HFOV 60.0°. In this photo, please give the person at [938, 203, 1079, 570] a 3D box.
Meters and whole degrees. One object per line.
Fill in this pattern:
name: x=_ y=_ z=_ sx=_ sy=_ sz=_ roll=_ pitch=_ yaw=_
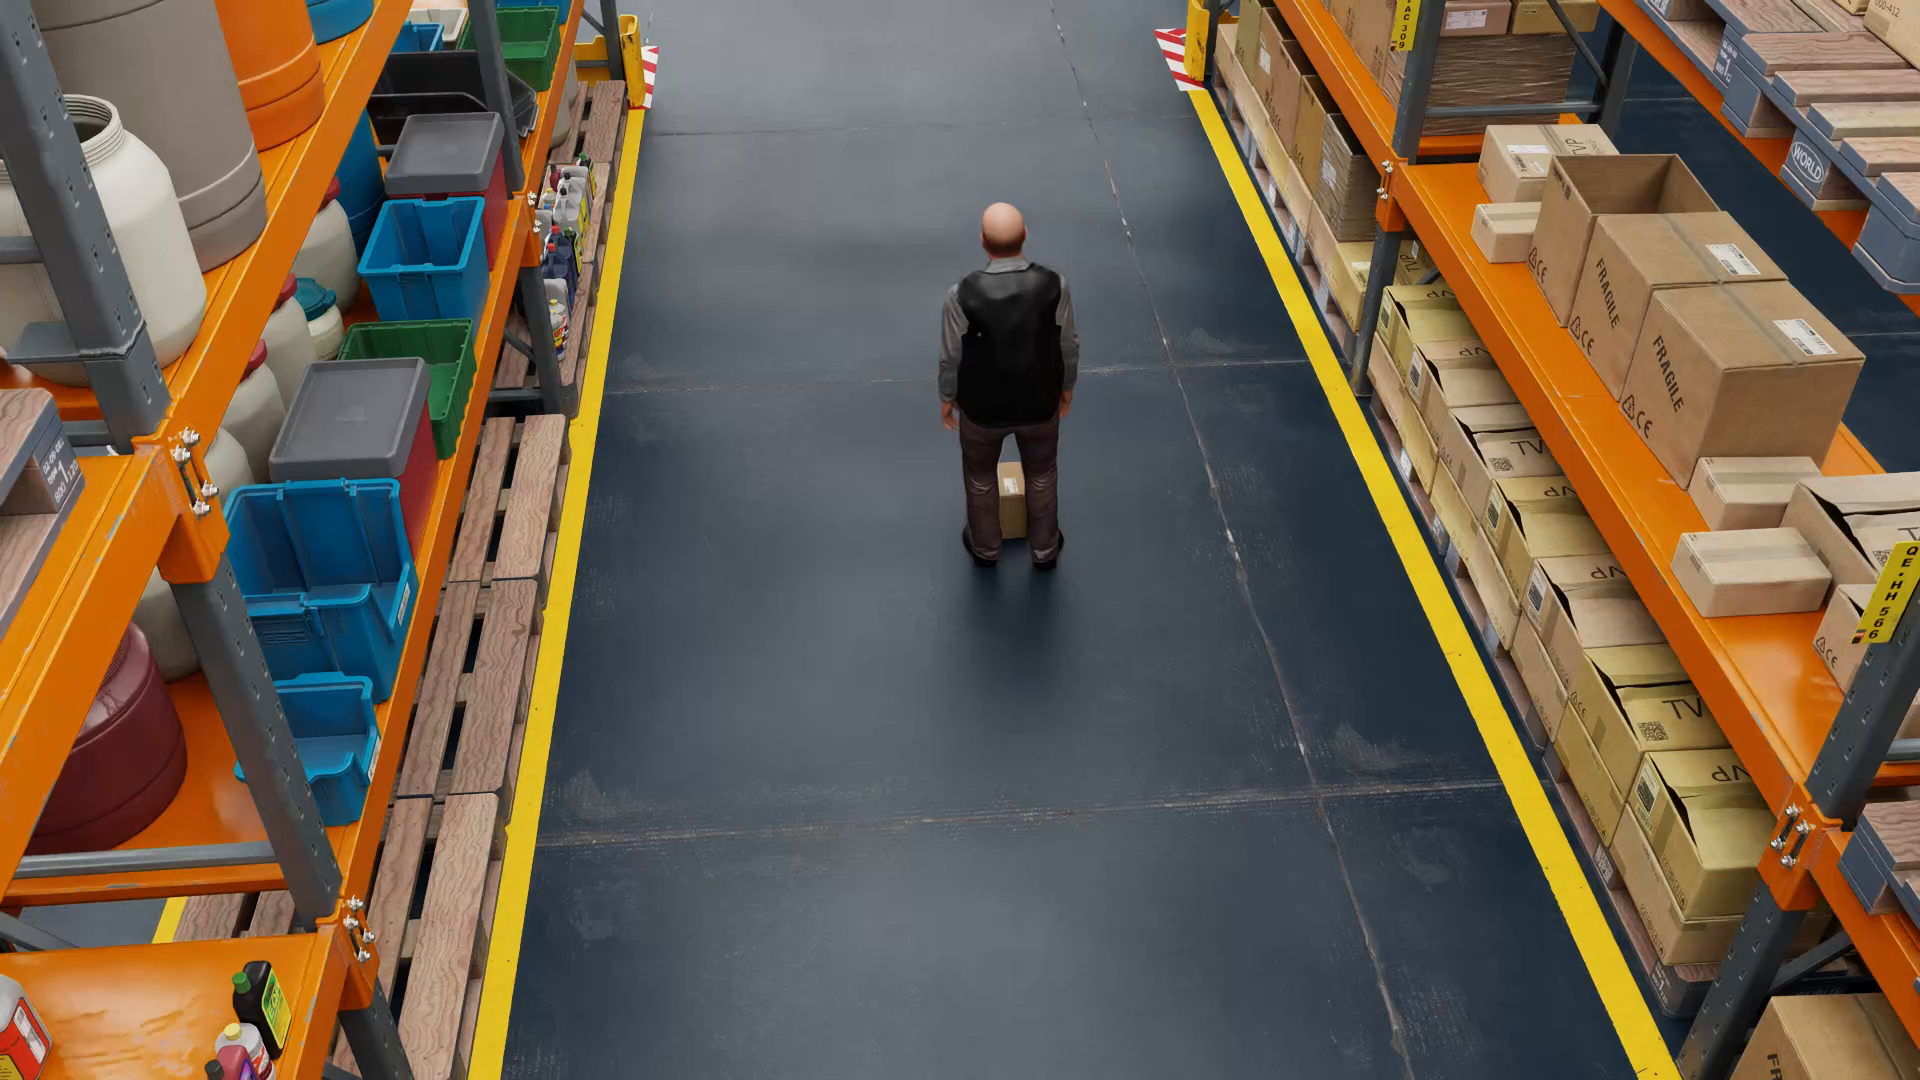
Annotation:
person: x=0.194 y=-0.587 z=6.903 sx=0.582 sy=1.719 sz=0.475 roll=-5 pitch=39 yaw=-6
